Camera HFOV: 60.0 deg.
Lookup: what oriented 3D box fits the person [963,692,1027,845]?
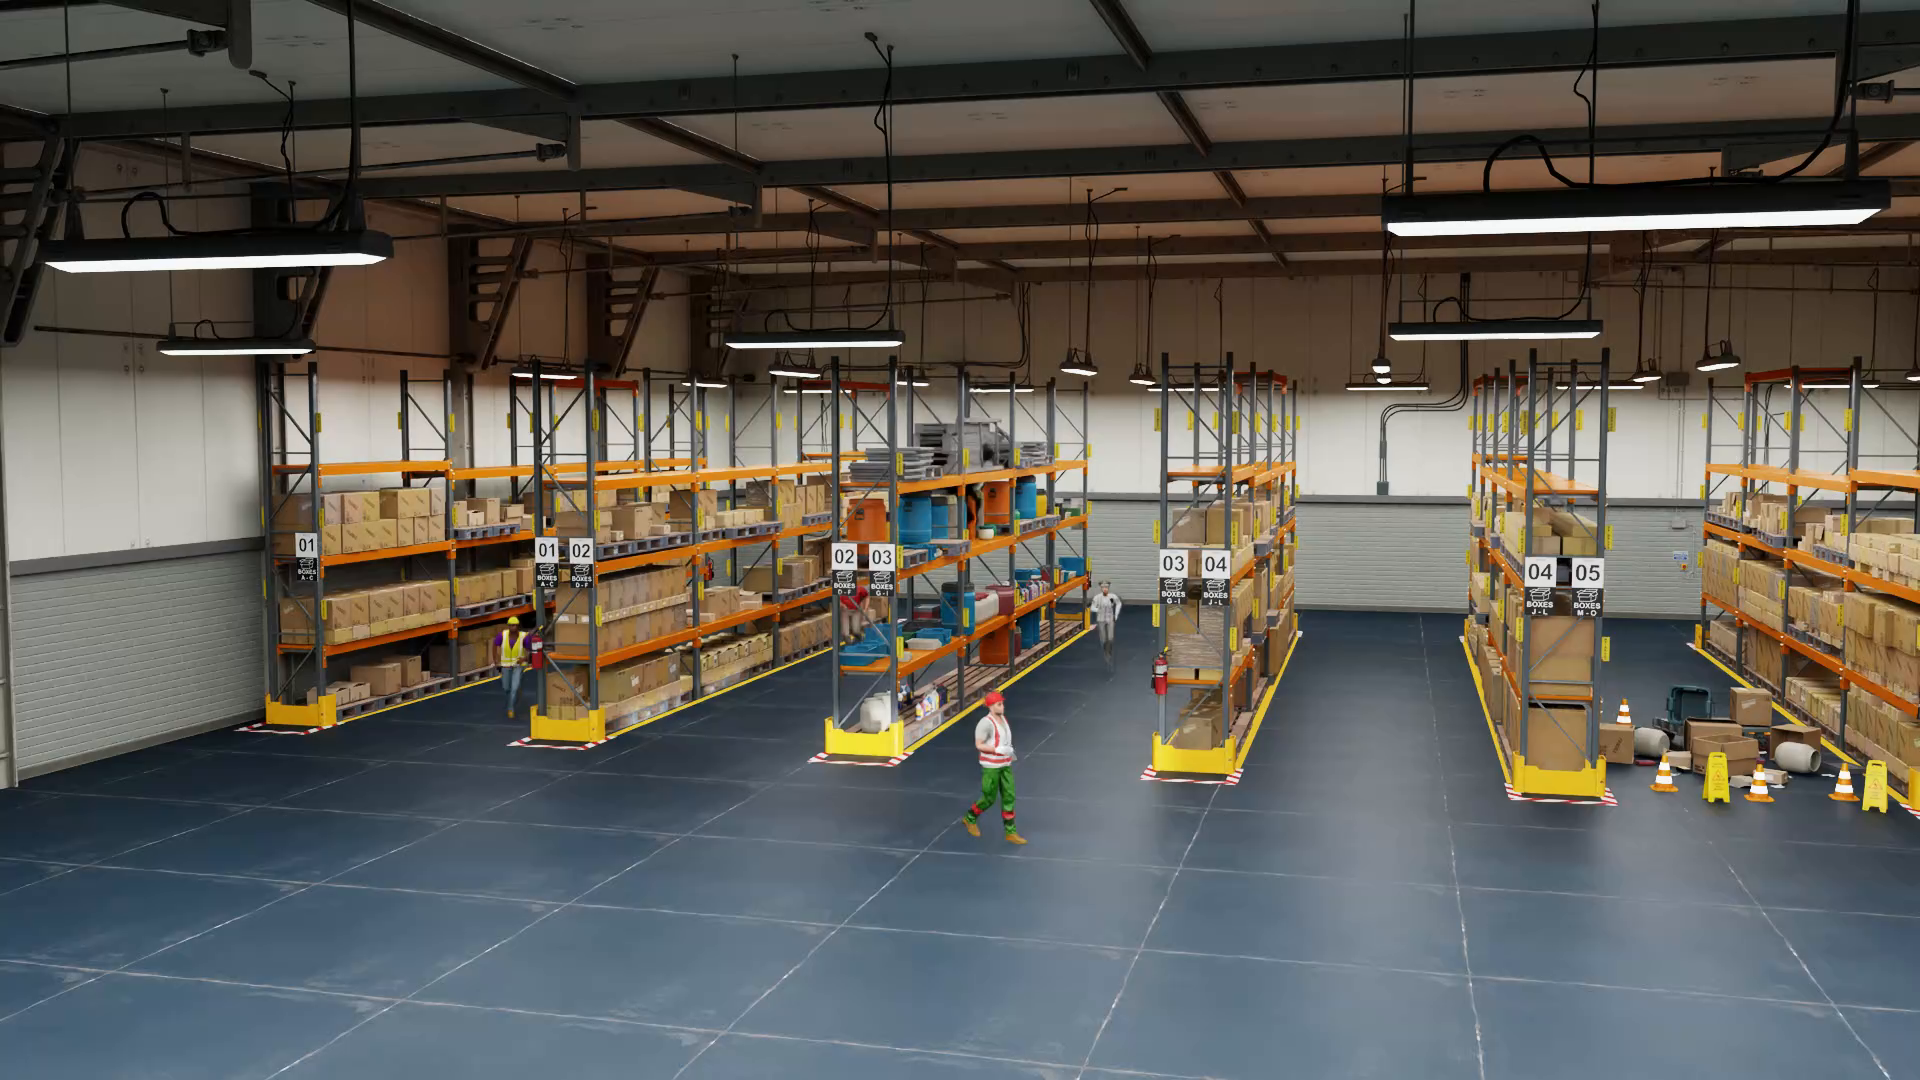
[{"bbox_3d":[0.424,2.697,19.797,0.829,1.784,0.673,3,5,38],"label":"person"}]

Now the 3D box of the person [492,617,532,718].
[{"bbox_3d":[-7.649,2.162,28.495,0.741,1.717,0.698,0,4,-1],"label":"person"}]

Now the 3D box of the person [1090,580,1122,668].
[{"bbox_3d":[2.888,1.658,32.968,0.599,1.736,0.717,1,4,10],"label":"person"}]

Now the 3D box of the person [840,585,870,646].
[{"bbox_3d":[-2.184,1.526,33.530,0.674,1.697,0.581,0,4,5],"label":"person"}]
